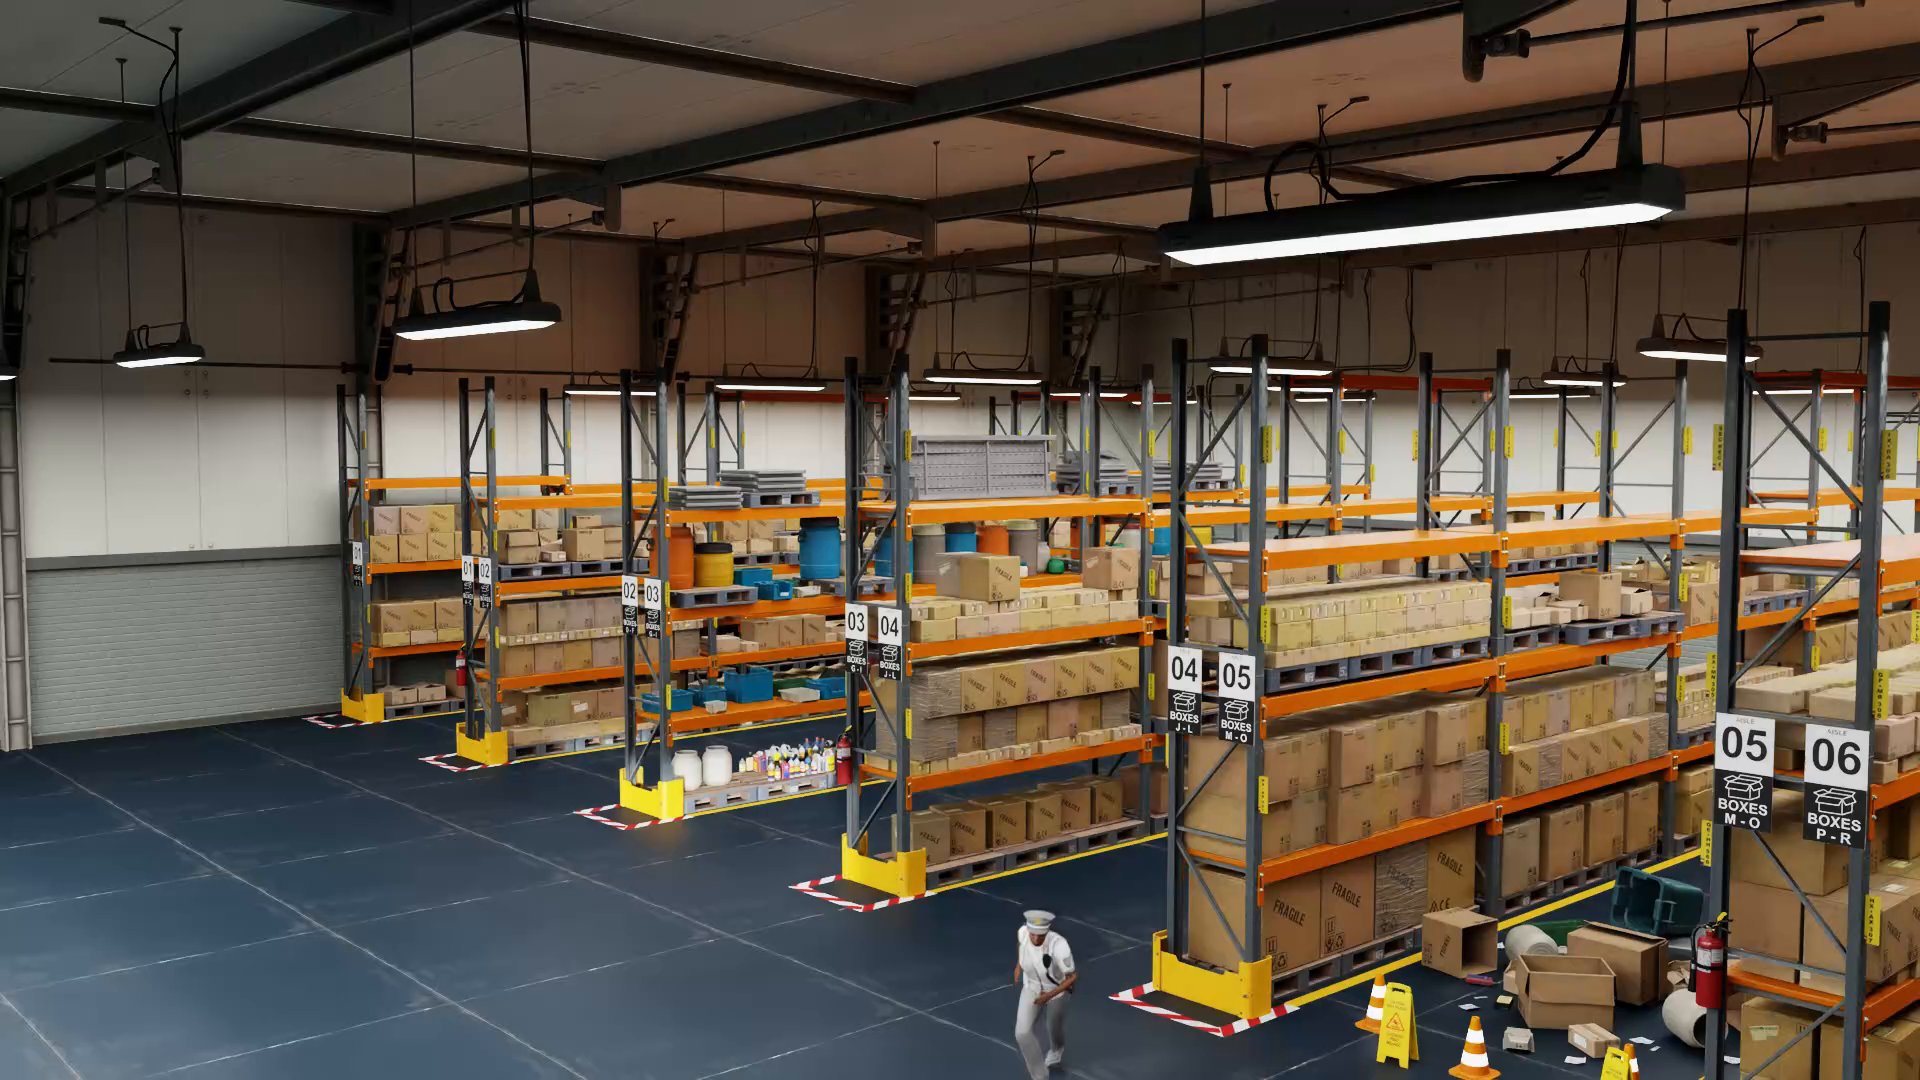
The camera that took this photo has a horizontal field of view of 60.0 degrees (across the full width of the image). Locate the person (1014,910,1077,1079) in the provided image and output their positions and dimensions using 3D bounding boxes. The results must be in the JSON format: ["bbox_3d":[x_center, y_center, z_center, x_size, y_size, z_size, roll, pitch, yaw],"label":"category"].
[{"bbox_3d":[0.682,3.545,13.063,0.582,1.491,1.002,1,4,21],"label":"person"}]
